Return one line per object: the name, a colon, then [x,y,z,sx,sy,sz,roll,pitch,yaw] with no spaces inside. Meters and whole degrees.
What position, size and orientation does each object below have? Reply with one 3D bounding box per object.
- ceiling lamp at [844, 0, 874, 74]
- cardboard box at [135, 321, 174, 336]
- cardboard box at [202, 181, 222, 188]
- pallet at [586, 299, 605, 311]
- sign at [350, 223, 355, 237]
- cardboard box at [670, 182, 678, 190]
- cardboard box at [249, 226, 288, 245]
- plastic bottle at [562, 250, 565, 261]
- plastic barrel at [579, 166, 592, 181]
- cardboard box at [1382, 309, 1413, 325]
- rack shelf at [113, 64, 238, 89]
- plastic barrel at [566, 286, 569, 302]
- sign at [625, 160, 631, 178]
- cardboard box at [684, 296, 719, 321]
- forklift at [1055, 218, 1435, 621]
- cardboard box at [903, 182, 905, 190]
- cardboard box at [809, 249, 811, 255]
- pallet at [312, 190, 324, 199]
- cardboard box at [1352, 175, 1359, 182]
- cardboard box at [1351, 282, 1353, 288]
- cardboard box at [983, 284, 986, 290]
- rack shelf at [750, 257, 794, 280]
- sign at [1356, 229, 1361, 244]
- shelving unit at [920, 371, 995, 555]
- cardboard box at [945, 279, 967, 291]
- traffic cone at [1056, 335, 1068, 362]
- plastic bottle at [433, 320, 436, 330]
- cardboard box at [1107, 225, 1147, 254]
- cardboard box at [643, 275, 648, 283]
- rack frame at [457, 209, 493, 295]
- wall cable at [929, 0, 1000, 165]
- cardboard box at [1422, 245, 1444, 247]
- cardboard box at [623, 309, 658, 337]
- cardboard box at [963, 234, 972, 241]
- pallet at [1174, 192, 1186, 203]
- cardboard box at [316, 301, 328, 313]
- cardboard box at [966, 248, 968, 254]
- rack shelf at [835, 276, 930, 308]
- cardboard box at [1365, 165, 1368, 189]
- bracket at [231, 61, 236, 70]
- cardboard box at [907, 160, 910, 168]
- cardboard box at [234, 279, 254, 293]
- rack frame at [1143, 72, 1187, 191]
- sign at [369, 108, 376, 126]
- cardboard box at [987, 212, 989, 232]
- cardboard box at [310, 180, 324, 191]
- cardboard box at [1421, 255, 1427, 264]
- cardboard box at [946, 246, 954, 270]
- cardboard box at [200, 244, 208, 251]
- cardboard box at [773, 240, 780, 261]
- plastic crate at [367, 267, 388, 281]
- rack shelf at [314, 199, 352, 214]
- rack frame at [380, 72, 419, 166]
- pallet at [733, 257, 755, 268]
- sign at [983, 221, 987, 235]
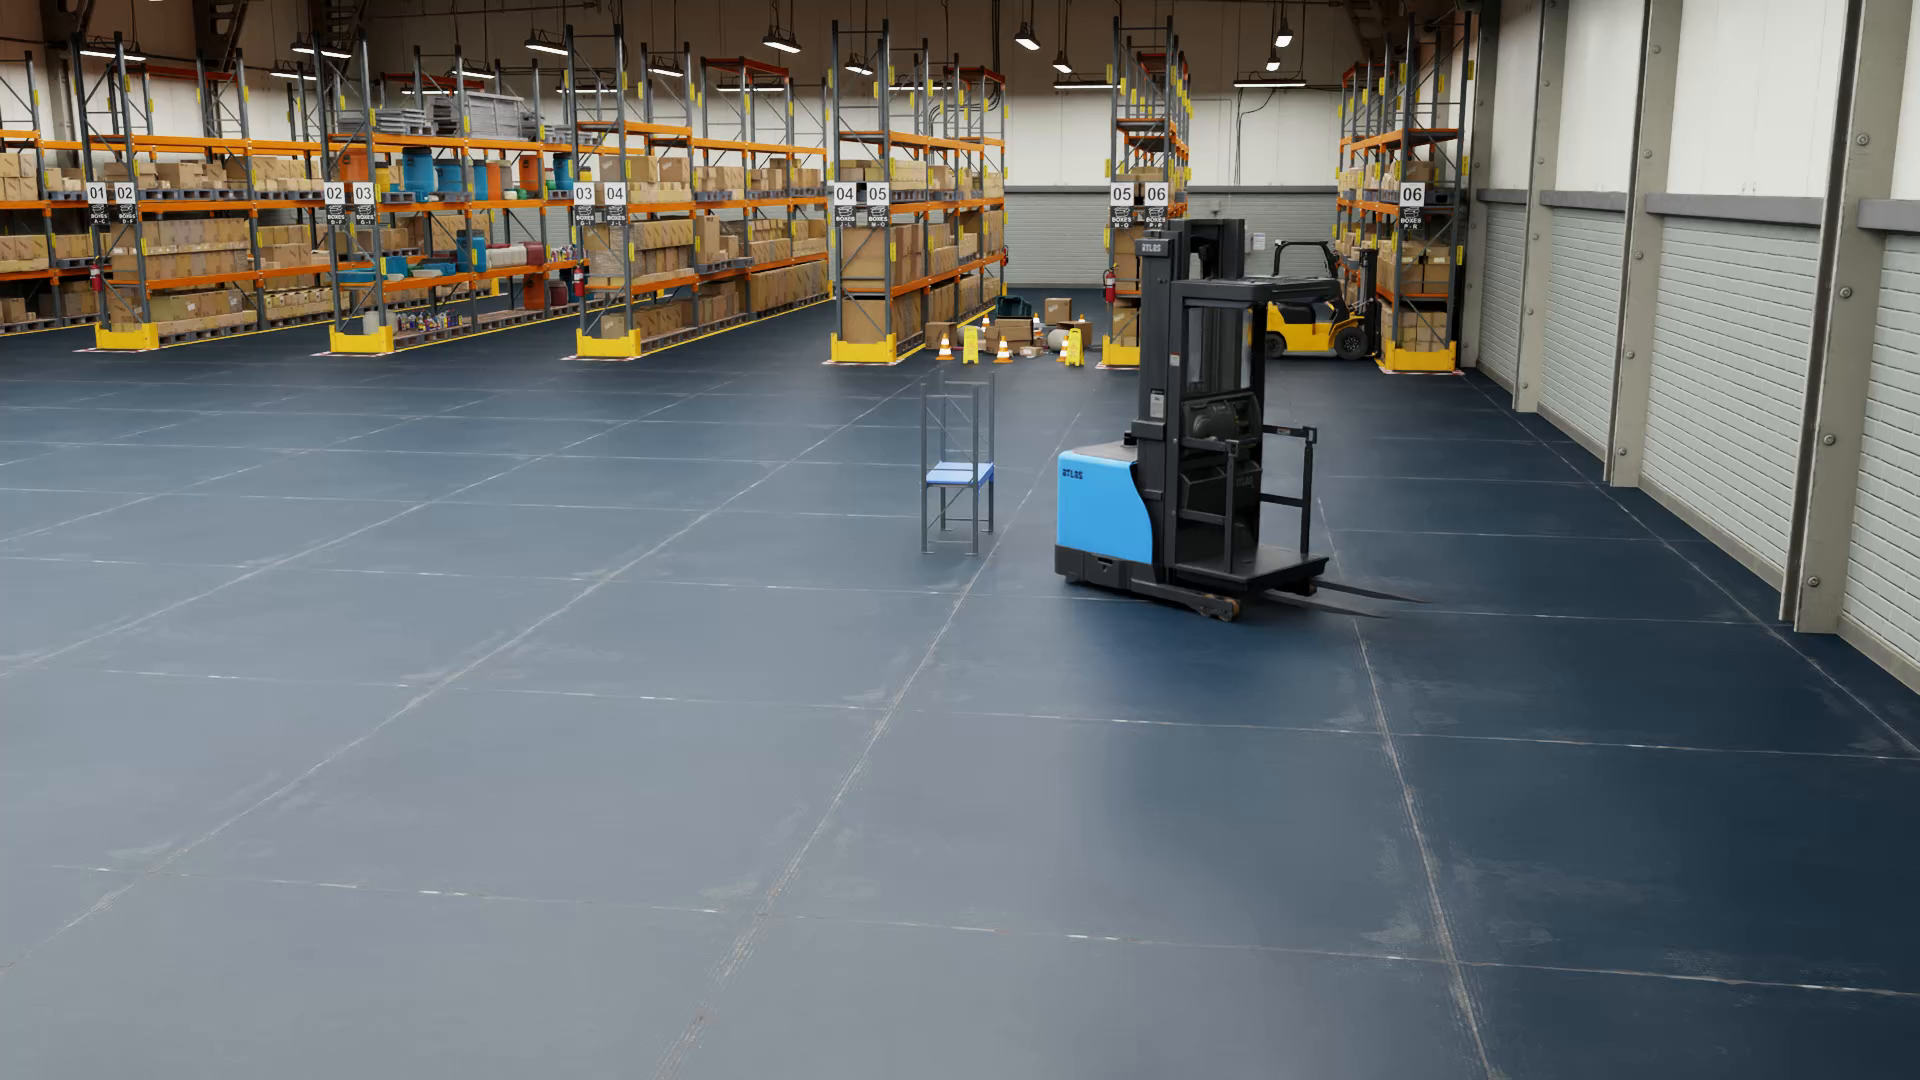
ceiling lamp: [-2.203,-12.964,40.191,0.800,3.185,2.000,2,12,9]
cardboard box: [-16.129,-4.231,33.290,0.500,0.250,0.500,2,12,9]
cardboard box: [-15.731,-7.455,34.869,0.380,0.149,0.250,2,12,9]
pallet: [-9.851,-6.079,42.958,1.003,0.211,1.213,2,12,9]
sign: [-14.652,-7.479,40.085,0.100,0.325,0.005,2,12,9]
cardboard box: [-5.894,-7.121,33.461,0.380,0.149,0.250,1,12,7]
cardboard box: [-19.263,-8.333,46.087,0.980,0.700,0.700,2,12,7]
plastic bottle: [-9.749,-6.981,40.829,0.097,0.271,0.097,0,12,0]
plastic barrel: [-9.631,-9.169,42.111,0.600,0.588,0.600,0,12,0]
cardboard box: [7.890,-4.024,29.961,0.500,0.250,0.500,2,12,10]
rack shelf: [-19.788,-11.712,42.054,1.077,0.370,4.000,2,12,9]
plastic barrel: [-10.076,-6.216,41.882,0.421,0.512,0.421,0,12,0]
sign: [-6.107,-6.819,30.578,0.100,0.325,0.005,2,12,9]
cardboard box: [-5.735,-5.111,36.736,0.700,0.500,0.500,1,12,4]
forklift: [2.168,-0.947,12.689,1.130,2.935,3.031,-12,17,-43]
cardboard box: [-1.233,-6.630,31.138,0.380,0.149,0.250,2,12,9]
cardboard box: [-4.185,-7.694,44.427,0.380,0.149,0.250,2,12,7]
pallet: [-15.217,-8.160,39.323,1.213,0.211,1.003,2,12,11]
cardboard box: [9.242,-8.333,38.331,0.380,0.149,0.250,2,12,9]
cardboard box: [9.616,-6.134,39.991,0.380,0.149,0.250,2,12,7]
cardboard box: [0.447,-6.482,42.567,0.380,0.149,0.250,3,12,11]
rack shelf: [-5.105,-6.673,40.802,1.077,0.370,4.000,2,12,9]
sign: [8.747,-6.670,36.521,0.100,0.325,0.005,2,12,9]
shelving unit: [-0.013,-0.715,15.010,0.538,1.500,1.048,2,12,9]
cardboard box: [-0.104,-6.018,39.211,0.500,0.250,0.500,2,12,8]
traffic cone: [1.941,-3.513,30.454,0.336,0.463,0.334,2,12,9]
plastic bottle: [-10.867,-4.431,34.288,0.097,0.201,0.097,0,12,0]
cardboard box: [3.012,-5.419,29.956,0.700,0.500,0.500,2,12,7]
cardboard box: [-6.235,-5.028,32.056,0.380,0.149,0.250,2,12,9]
rack frame: [-13.970,-8.596,48.015,1.000,3.000,0.127,2,12,9]
wall cable: [0.093,-13.845,50.495,2.277,5.999,0.120,2,12,9]
cardboard box: [8.470,-5.196,29.758,0.380,0.149,0.250,2,12,9]
cardboard box: [-6.357,-4.311,33.071,0.500,0.500,0.500,3,13,14]
cardboard box: [0.097,-7.379,40.555,0.380,0.149,0.250,2,12,8]
pallet: [3.964,-6.954,33.725,1.213,0.211,1.003,2,12,9]
cardboard box: [-15.196,-5.462,39.005,0.500,0.250,0.500,2,12,10]
cardboard box: [-0.016,-6.926,39.868,0.380,0.149,0.250,1,12,7]
rack shelf: [-1.450,-4.826,32.232,1.077,0.370,4.000,2,12,9]
cardboard box: [8.932,-7.754,35.518,0.500,0.500,0.500,2,12,9]
bracket: [-19.813,-12.864,45.035,0.235,0.232,0.430,2,12,9]
cardboard box: [-1.156,-7.126,31.545,0.380,0.149,0.250,2,12,9]
cardboard box: [-19.452,-6.938,44.427,0.750,0.750,0.750,2,12,9]
rack frame: [4.995,-10.053,40.536,1.000,3.000,0.127,2,12,9]
sign: [-10.994,-7.915,31.115,0.100,0.325,0.005,2,12,9]
cardboard box: [0.463,-8.137,42.570,0.500,0.500,0.500,2,12,7]
cardboard box: [-15.277,-8.323,38.987,0.500,0.250,0.500,2,12,10]
cardboard box: [8.338,-4.944,29.293,0.380,0.149,0.250,2,12,9]
cardboard box: [-0.409,-6.269,36.984,0.500,0.500,0.500,2,12,9]
cardboard box: [-15.881,-6.080,34.567,0.380,0.149,0.250,2,12,11]
cardboard box: [-4.756,-7.172,41.172,0.500,0.500,0.500,2,12,8]
plastic crate: [-11.650,-5.280,32.982,0.499,0.251,0.408,2,12,9]
rack shelf: [-14.893,-8.461,41.979,1.077,0.370,4.000,2,12,9]
rack frame: [-14.585,-10.696,43.519,1.000,3.000,0.127,2,12,9]
pallet: [-5.417,-6.363,38.111,1.213,0.211,1.003,2,12,9]
sign: [0.637,-7.808,41.613,0.100,0.325,0.005,2,12,9]
